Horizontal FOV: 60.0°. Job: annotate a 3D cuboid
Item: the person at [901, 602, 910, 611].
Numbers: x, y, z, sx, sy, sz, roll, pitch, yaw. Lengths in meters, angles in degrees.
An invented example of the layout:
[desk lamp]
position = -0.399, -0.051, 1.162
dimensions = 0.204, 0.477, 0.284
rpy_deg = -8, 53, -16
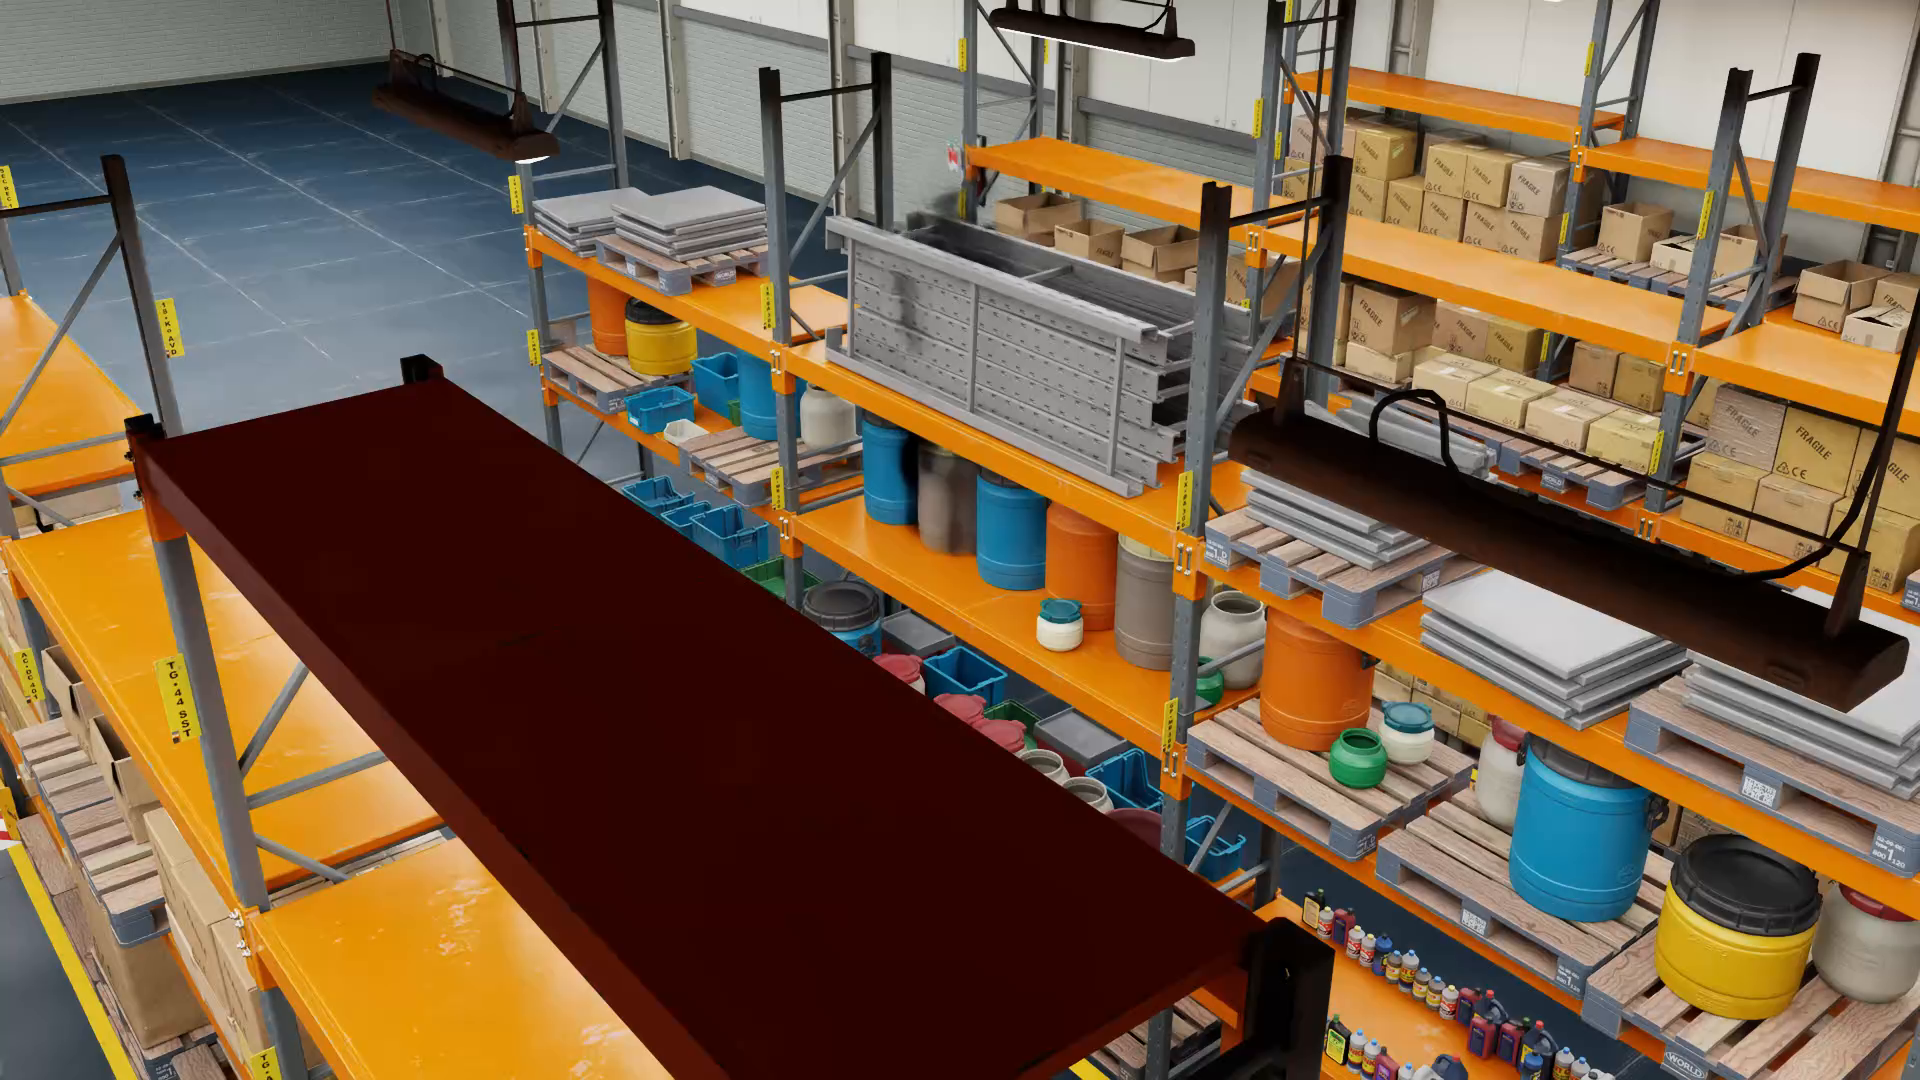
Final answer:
[person]
position = -0.372, 0.243, 15.290
dimensions = 0.482, 1.615, 0.593
rpy_deg = 17, 31, 32
